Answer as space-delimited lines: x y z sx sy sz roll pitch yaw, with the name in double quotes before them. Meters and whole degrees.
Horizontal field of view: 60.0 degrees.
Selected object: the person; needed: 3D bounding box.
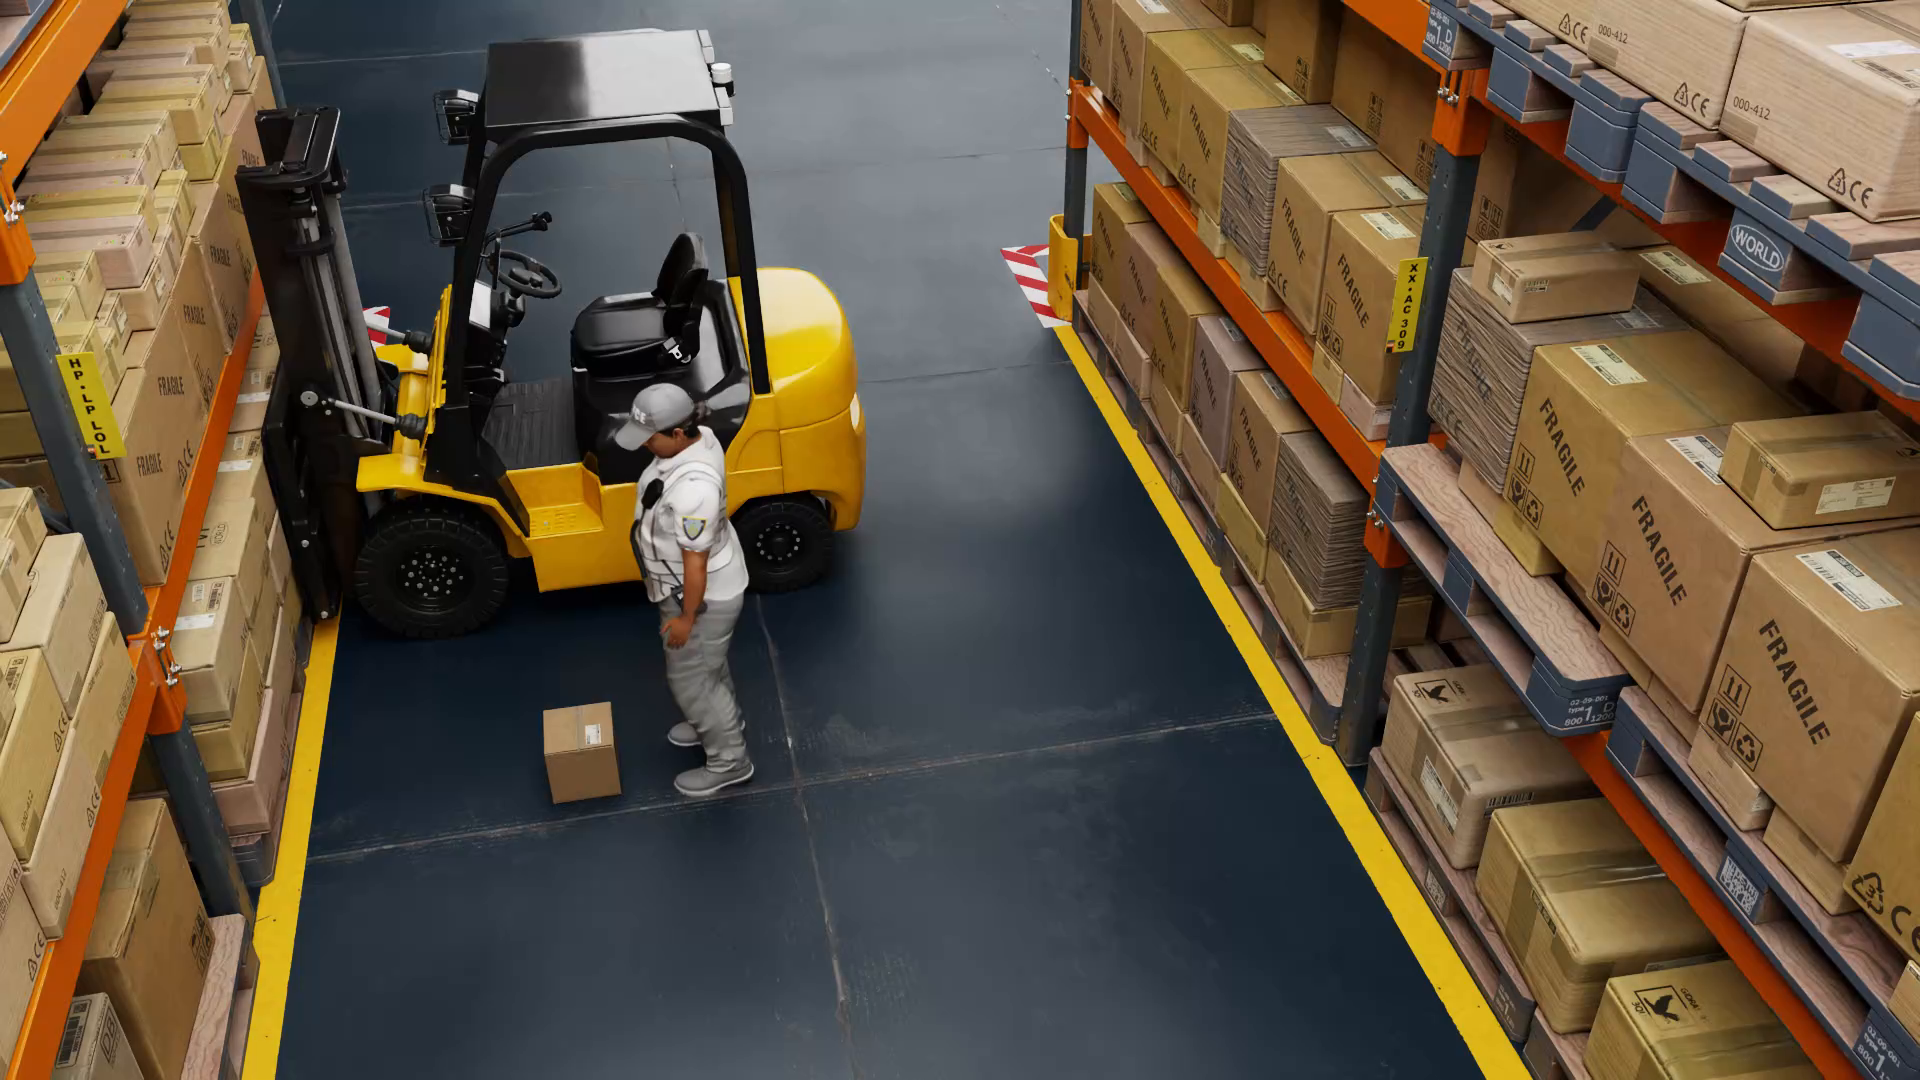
"person" -0.966 0.177 5.903 0.357 1.652 0.475 -7 35 -9
